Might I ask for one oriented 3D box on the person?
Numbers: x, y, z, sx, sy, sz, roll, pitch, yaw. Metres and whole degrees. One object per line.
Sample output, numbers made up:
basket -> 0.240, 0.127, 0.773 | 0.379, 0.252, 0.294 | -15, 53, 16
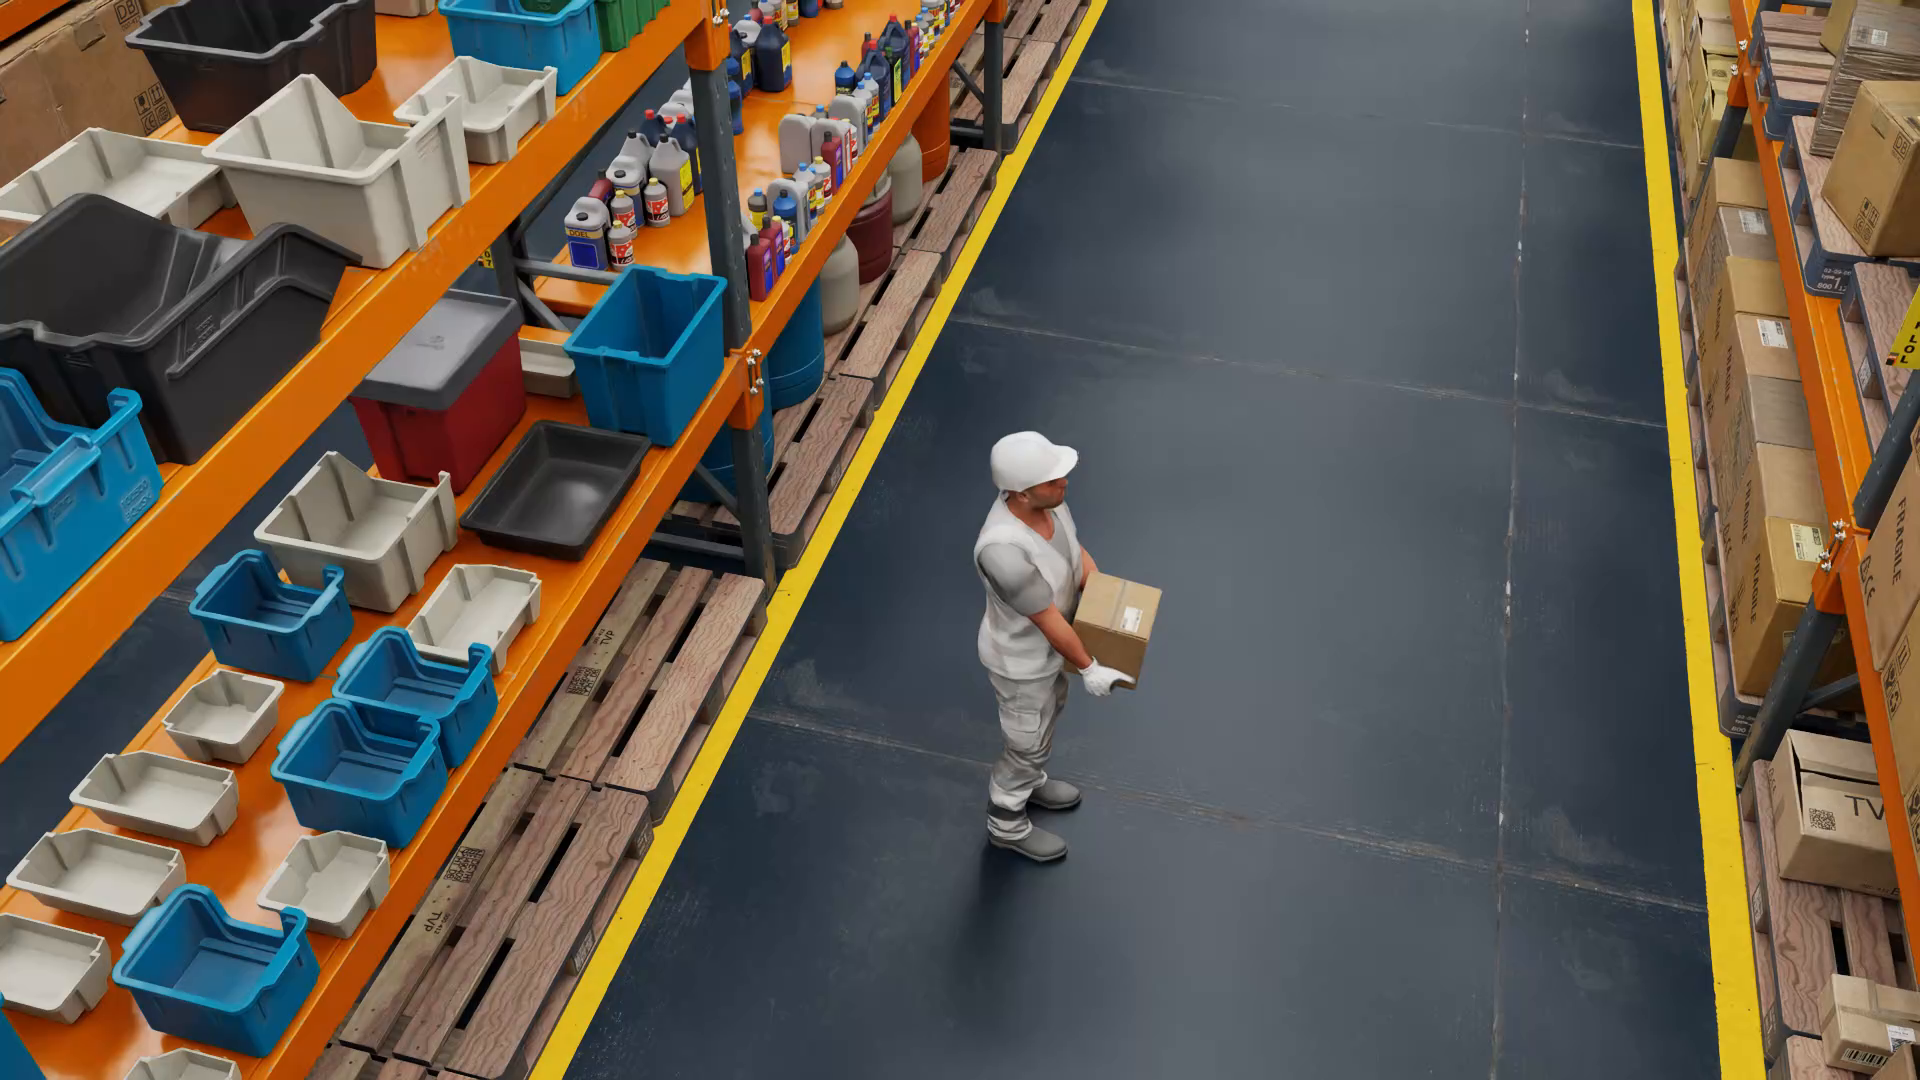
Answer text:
person -> 0.348, 0.383, 5.695 | 0.561, 1.785, 0.495 | 10, 42, 12
